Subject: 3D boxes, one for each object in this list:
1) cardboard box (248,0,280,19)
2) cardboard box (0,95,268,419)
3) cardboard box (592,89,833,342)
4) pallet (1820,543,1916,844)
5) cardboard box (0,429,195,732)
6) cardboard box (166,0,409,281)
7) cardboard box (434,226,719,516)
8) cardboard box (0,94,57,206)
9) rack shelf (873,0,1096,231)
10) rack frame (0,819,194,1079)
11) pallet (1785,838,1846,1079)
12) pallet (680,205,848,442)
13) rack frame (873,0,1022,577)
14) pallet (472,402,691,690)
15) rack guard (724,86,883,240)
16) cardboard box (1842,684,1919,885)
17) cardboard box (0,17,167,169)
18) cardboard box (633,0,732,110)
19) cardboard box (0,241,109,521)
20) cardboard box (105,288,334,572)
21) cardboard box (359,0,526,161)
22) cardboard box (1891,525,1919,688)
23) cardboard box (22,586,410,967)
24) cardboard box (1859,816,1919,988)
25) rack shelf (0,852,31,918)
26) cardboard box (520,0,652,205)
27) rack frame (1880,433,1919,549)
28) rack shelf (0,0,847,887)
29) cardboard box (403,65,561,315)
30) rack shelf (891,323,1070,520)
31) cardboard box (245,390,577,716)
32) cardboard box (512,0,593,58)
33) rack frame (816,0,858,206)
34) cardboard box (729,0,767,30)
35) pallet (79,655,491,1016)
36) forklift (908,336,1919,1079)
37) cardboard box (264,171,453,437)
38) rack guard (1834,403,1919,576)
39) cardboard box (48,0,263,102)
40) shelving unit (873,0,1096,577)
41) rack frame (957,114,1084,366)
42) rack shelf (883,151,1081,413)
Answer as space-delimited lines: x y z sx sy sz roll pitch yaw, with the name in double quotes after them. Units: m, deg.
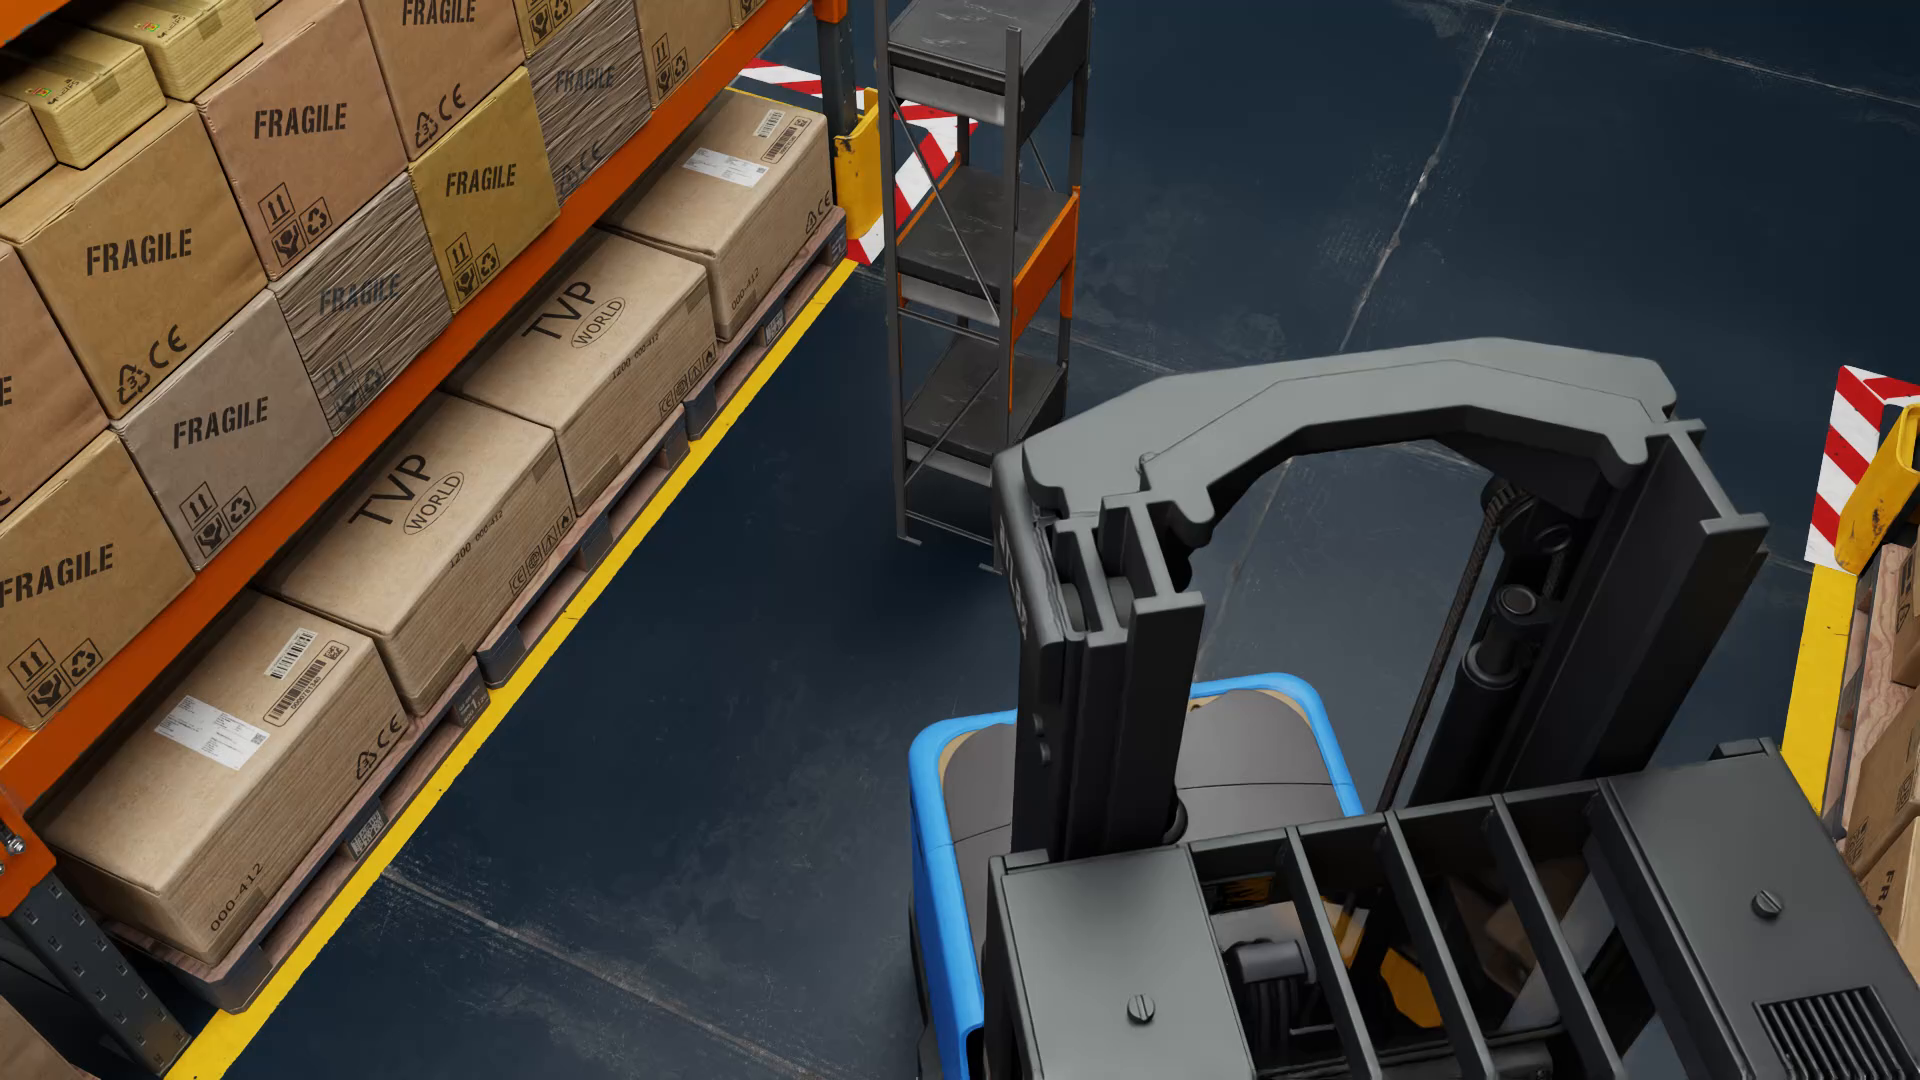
-1.719 -1.313 3.750 0.380 0.149 0.250 20 52 16 "cardboard box"
-1.946 -0.669 3.627 0.500 0.500 0.500 19 52 16 "cardboard box"
-1.072 -1.291 6.285 0.875 0.438 0.875 18 52 15 "cardboard box"
3.237 0.646 5.062 1.003 0.211 1.213 20 52 16 "pallet"
-2.152 0.012 3.704 0.500 0.500 0.500 21 53 17 "cardboard box"
-1.716 -1.018 3.924 0.500 0.500 0.500 21 53 17 "cardboard box"
-1.455 -0.658 5.747 0.875 0.438 0.875 21 53 17 "cardboard box"
-2.054 -0.789 3.303 0.380 0.149 0.250 19 52 16 "cardboard box"
0.071 -1.239 4.525 0.431 0.518 0.480 20 52 16 "rack shelf"
-2.589 0.282 3.540 1.000 3.000 0.127 20 52 16 "rack frame"
2.714 1.483 4.350 1.003 0.211 1.213 20 52 16 "pallet"
-1.151 -0.992 6.456 1.003 0.211 1.213 20 52 16 "pallet"
-0.034 -0.626 4.904 0.400 2.100 0.015 20 52 16 "rack frame"
-1.674 -0.155 5.743 1.003 0.211 1.213 20 52 16 "pallet"
-0.870 -1.678 6.850 1.175 0.500 0.348 20 52 16 "rack guard"
2.862 0.781 4.482 0.700 0.500 0.500 22 53 18 "cardboard box"
-1.892 -0.940 3.432 0.380 0.149 0.250 19 52 16 "cardboard box"
-1.075 -1.745 5.200 0.500 0.500 0.500 19 52 15 "cardboard box"
-2.167 -0.323 3.333 0.500 0.500 0.500 20 53 16 "cardboard box"
-1.933 -0.333 3.998 0.500 0.500 0.500 20 53 16 "cardboard box"
-1.499 -1.364 4.219 0.500 0.500 0.500 19 52 16 "cardboard box"
3.262 0.204 4.970 0.797 0.503 0.637 18 52 15 "cardboard box"
-2.224 0.579 4.694 0.875 0.438 0.875 19 52 16 "cardboard box"
2.545 1.112 4.200 0.500 0.500 0.500 21 53 17 "cardboard box"
-3.444 1.893 2.642 1.077 0.370 4.000 20 52 16 "rack shelf"
-1.286 -1.388 4.896 0.500 0.500 0.500 21 53 17 "cardboard box"
3.609 -0.859 4.512 1.000 3.000 0.127 20 52 16 "rack frame"
-1.735 -0.862 4.986 1.077 0.370 4.000 20 52 16 "rack shelf"
-1.495 -1.028 4.590 0.500 0.500 0.500 21 53 17 "cardboard box"
0.071 -0.332 5.591 0.431 0.518 0.480 20 52 16 "rack shelf"
-1.842 -0.037 5.219 0.875 0.438 0.875 18 52 15 "cardboard box"
-1.282 -1.710 4.513 0.500 0.500 0.500 20 52 16 "cardboard box"
-0.880 -2.472 5.884 1.000 3.000 0.127 20 52 16 "rack frame"
-0.847 -2.086 5.490 0.500 0.500 0.500 20 53 16 "cardboard box"
-2.194 0.688 5.026 1.003 0.211 1.213 20 52 16 "pallet"
0.622 1.231 2.778 1.130 2.935 3.031 -8 50 -6 "forklift"
-1.715 -0.673 4.288 0.500 0.500 0.500 20 53 16 "cardboard box"
3.577 0.003 5.419 1.175 0.500 0.348 20 52 16 "rack guard"
-1.753 -1.113 3.580 0.380 0.149 0.250 18 52 15 "cardboard box"
0.071 -0.794 5.047 0.431 2.100 0.503 20 52 16 "shelving unit"
0.175 -0.962 5.190 0.400 2.100 0.015 20 52 16 "rack frame"
0.071 -0.786 5.058 0.431 0.518 0.480 20 52 16 "rack shelf"
